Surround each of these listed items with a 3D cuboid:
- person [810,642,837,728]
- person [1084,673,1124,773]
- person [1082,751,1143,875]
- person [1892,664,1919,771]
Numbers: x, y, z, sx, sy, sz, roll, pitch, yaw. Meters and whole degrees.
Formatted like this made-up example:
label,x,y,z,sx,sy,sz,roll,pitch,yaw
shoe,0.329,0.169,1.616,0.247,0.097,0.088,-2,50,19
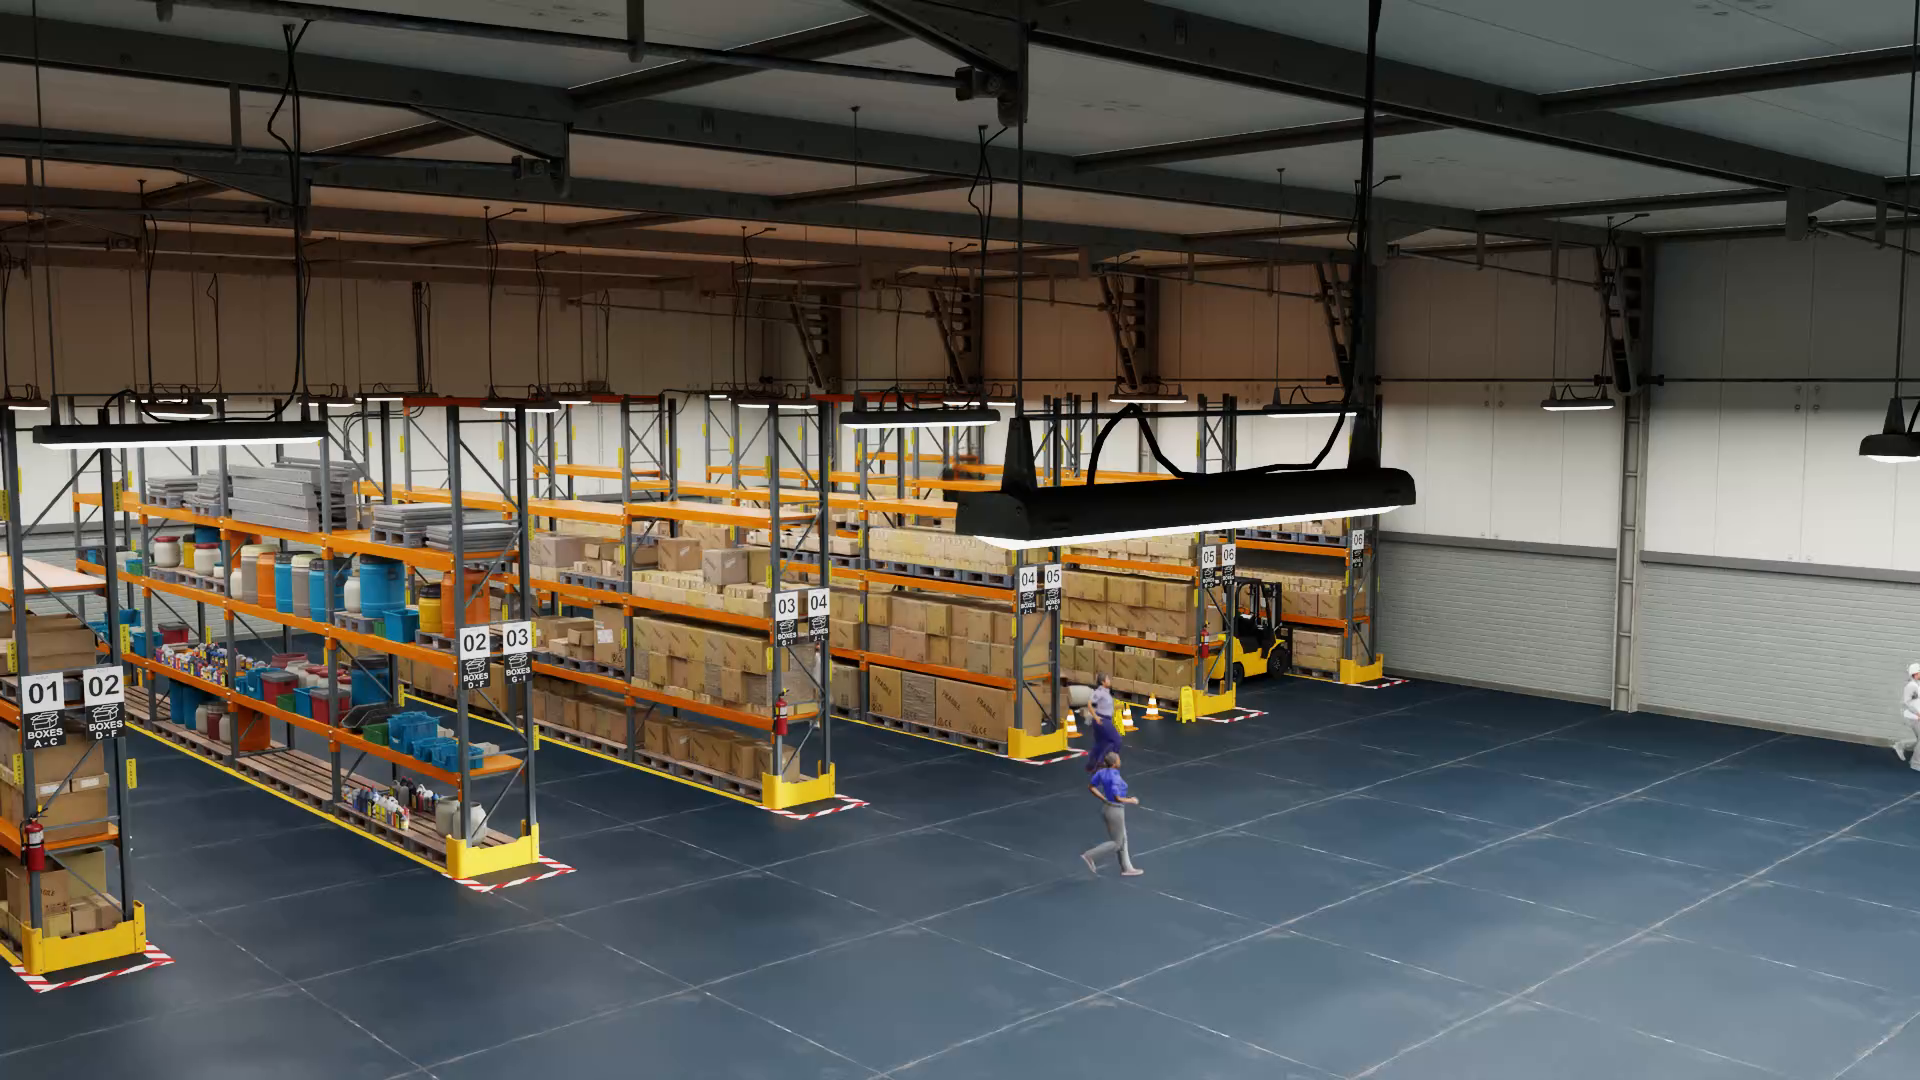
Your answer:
label,x,y,z,sx,sy,sz,roll,pitch,yaw
person,-2.468,2.598,30.001,0.613,1.632,0.552,4,7,33
person,2.319,2.953,26.621,0.623,1.643,0.596,0,6,4
person,1.915,3.475,21.032,0.887,1.632,0.581,-2,6,-21
person,15.493,2.866,27.017,0.578,1.746,0.660,5,8,44
